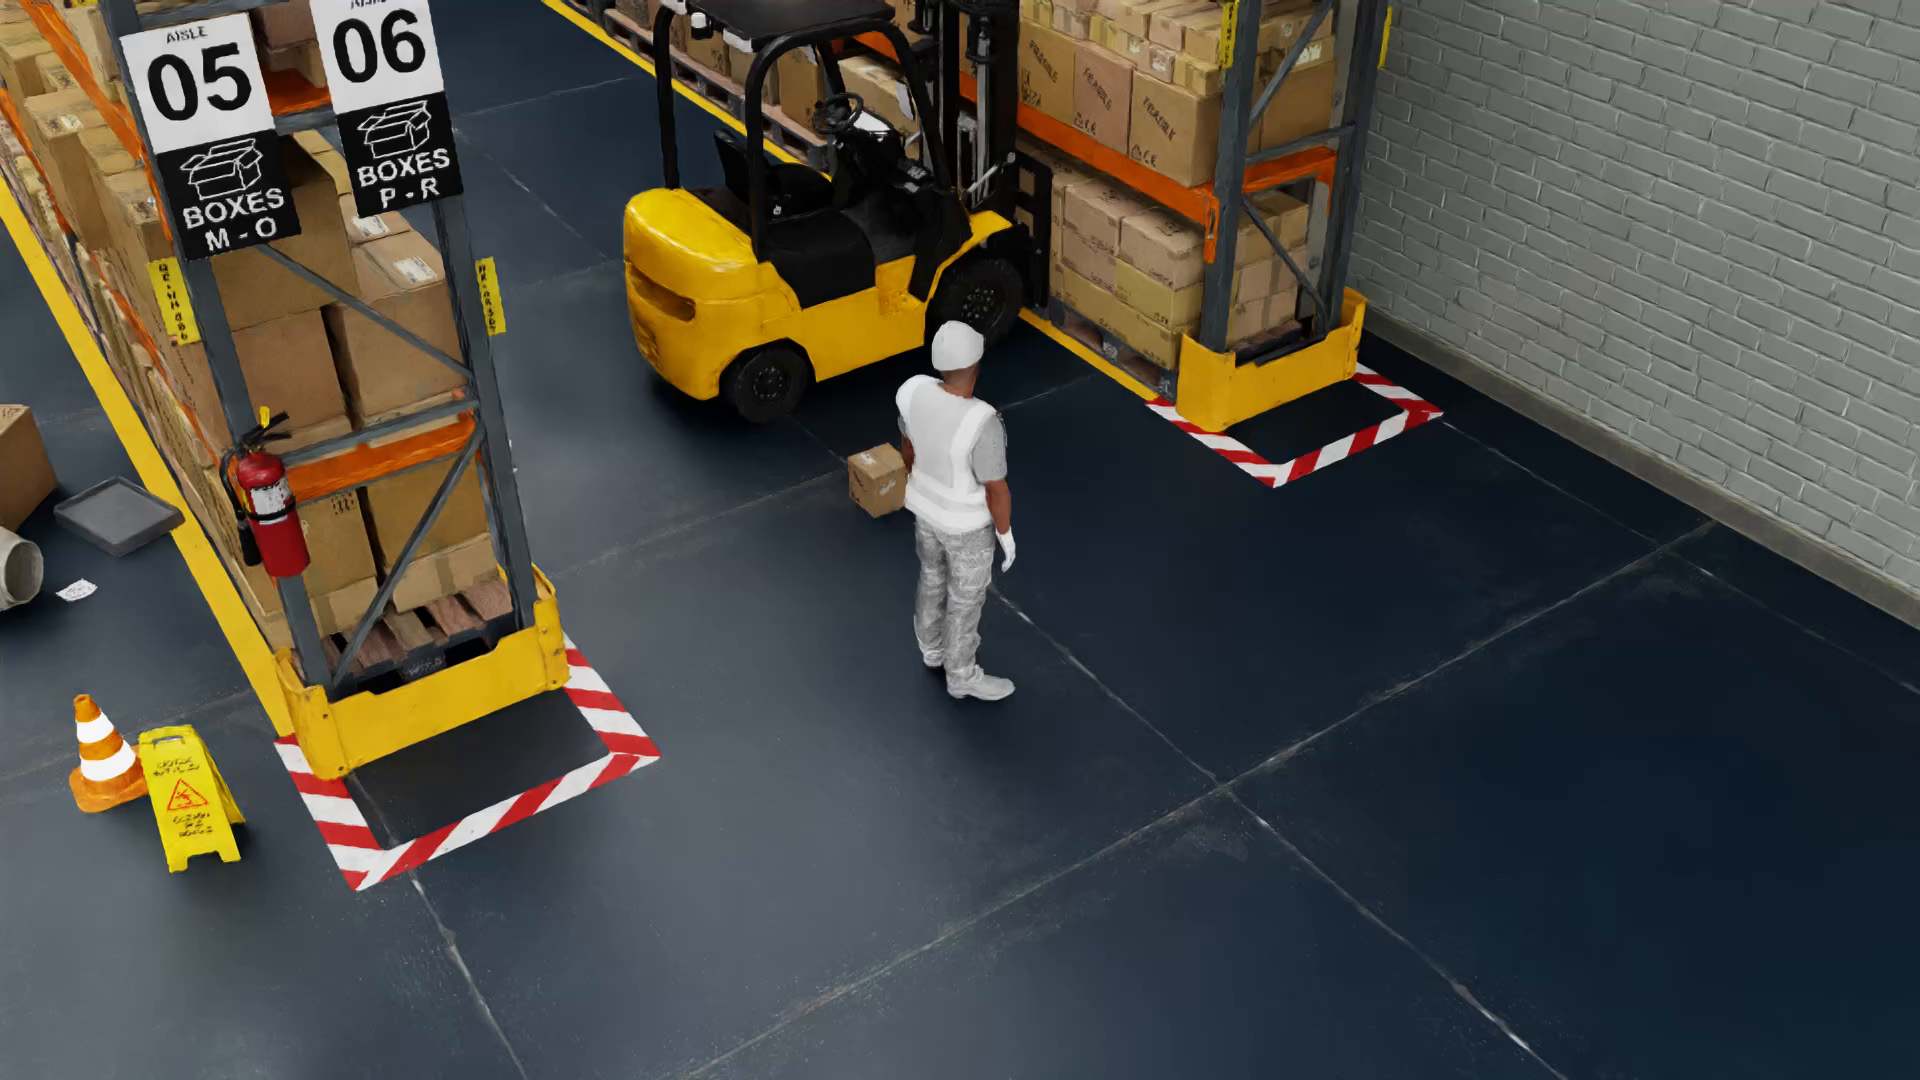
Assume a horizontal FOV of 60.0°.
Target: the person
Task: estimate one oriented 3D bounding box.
[{"bbox_3d":[-0.001,-0.133,7.119,0.392,1.792,0.638,-28,45,-33],"label":"person"}]
